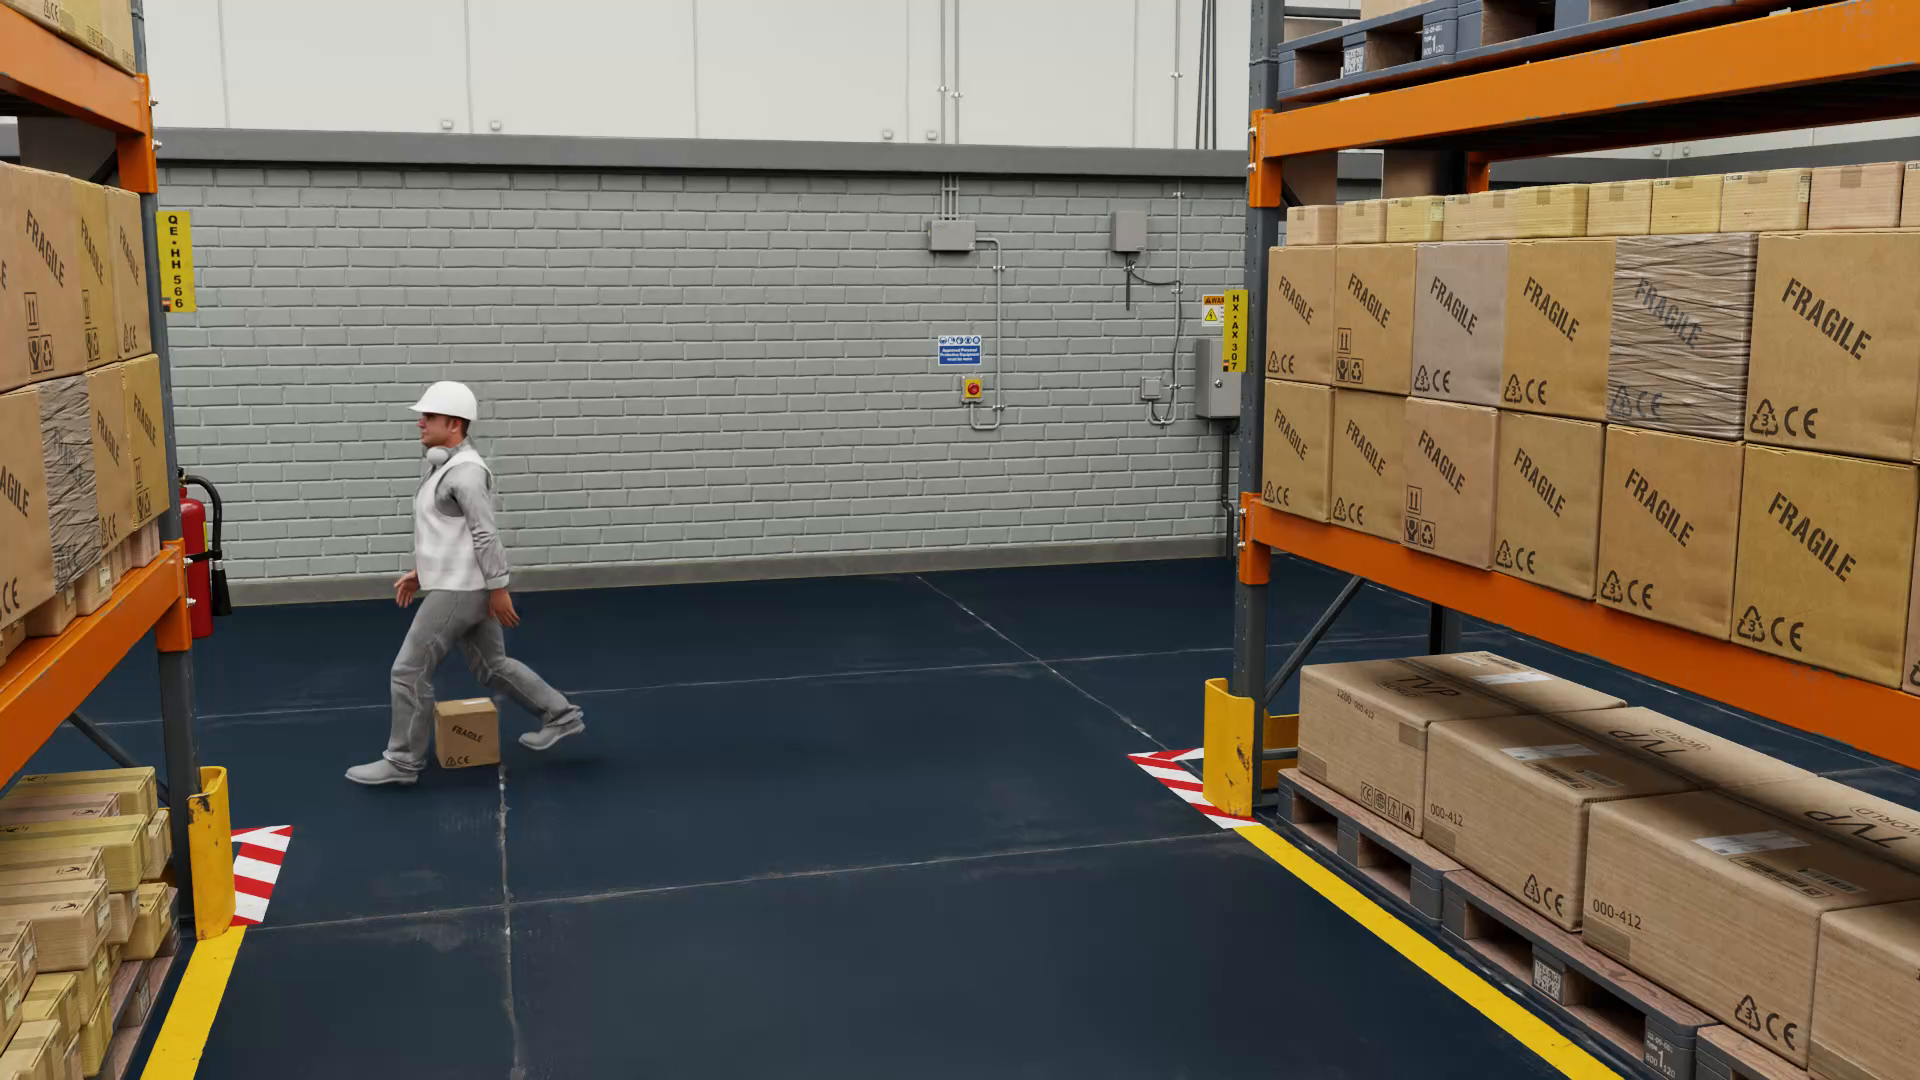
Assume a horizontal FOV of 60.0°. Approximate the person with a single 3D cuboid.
[{"bbox_3d":[-2.167,0.177,7.217,1.030,1.728,0.557,-3,10,-19],"label":"person"}]
